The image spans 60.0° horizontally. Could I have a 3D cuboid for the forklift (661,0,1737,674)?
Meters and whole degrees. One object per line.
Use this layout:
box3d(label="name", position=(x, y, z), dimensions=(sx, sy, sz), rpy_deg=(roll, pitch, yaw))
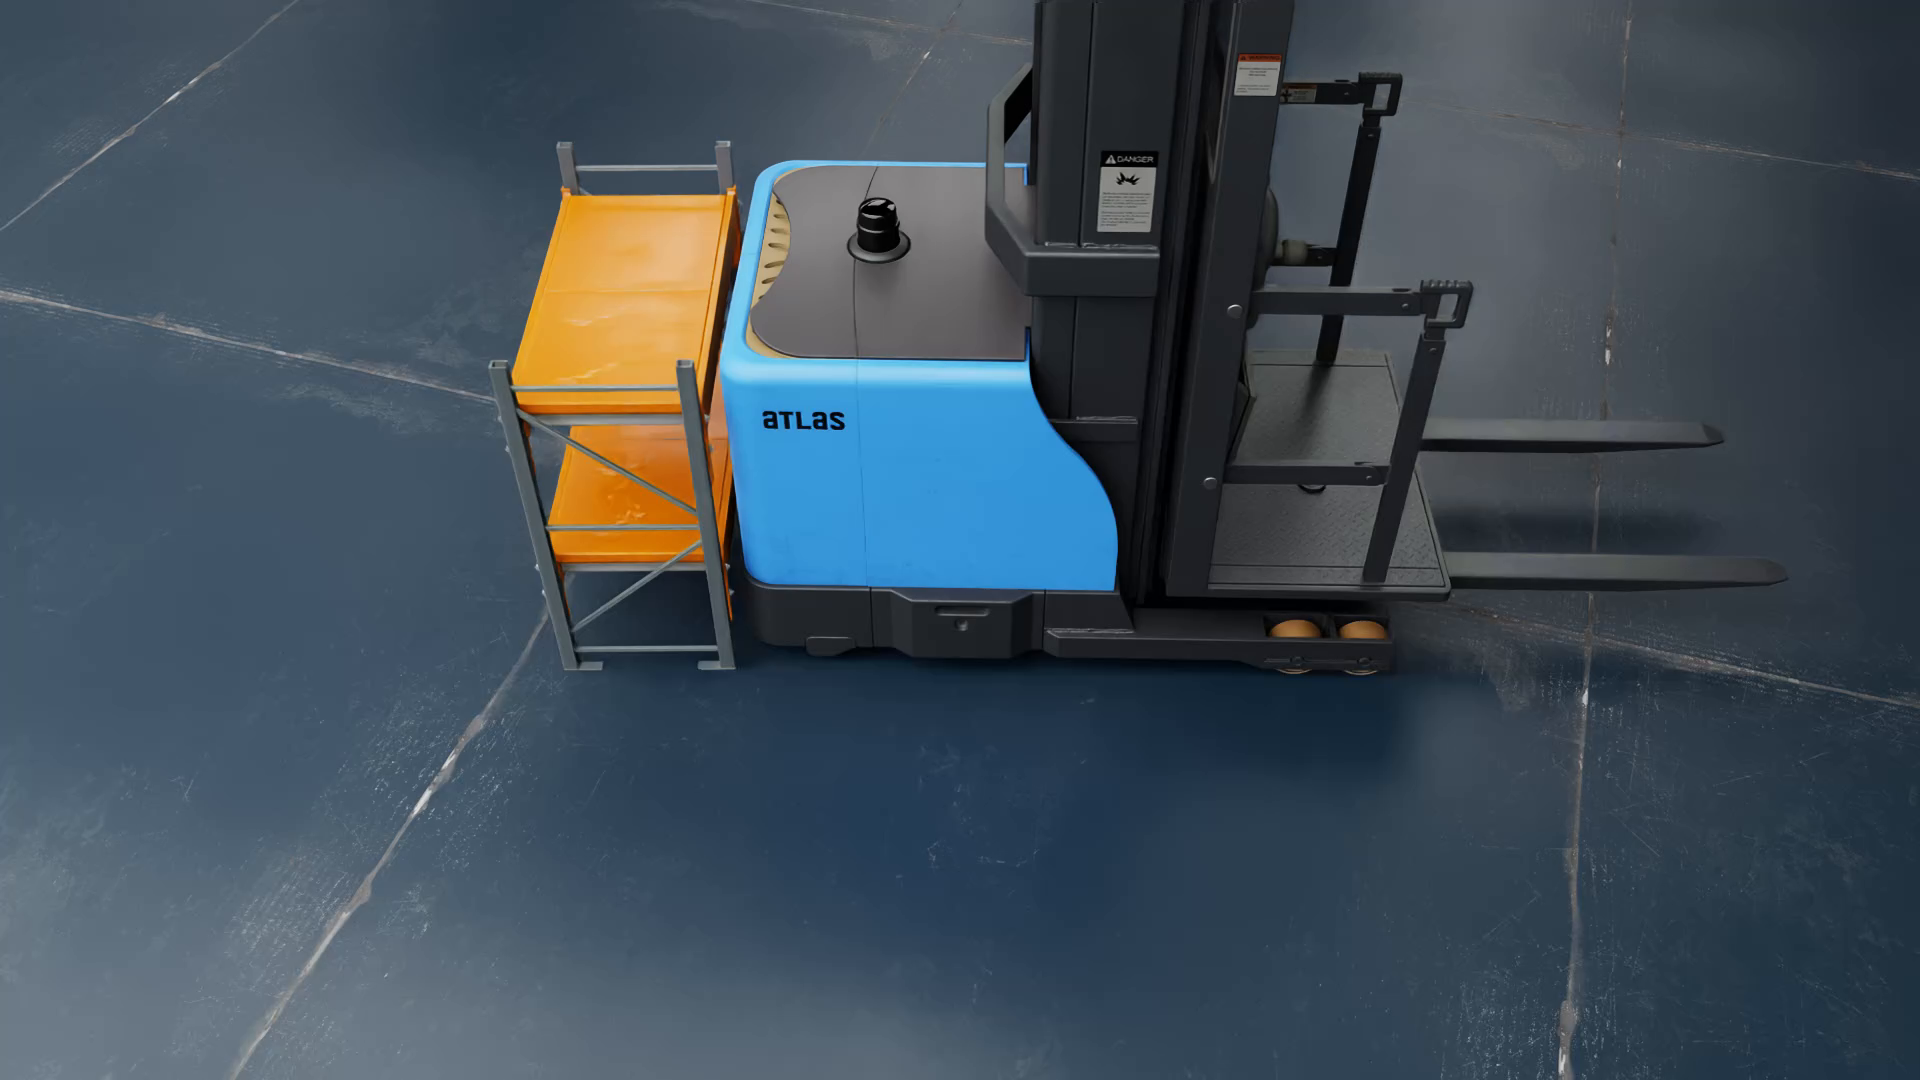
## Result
box3d(label="forklift", position=(0.747, -1.036, 4.213), dimensions=(3.031, 2.935, 1.130), rpy_deg=(1, 44, 1))

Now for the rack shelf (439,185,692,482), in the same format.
box3d(label="rack shelf", position=(-1.060, -0.597, 4.637), dimensions=(0.538, 0.278, 1.000), rpy_deg=(0, 44, 0))

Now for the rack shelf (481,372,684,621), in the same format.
box3d(label="rack shelf", position=(-1.060, -0.213, 5.013), dimensions=(0.538, 0.278, 1.000), rpy_deg=(0, 44, 0))

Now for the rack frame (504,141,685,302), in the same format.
box3d(label="rack frame", position=(-1.066, -0.743, 5.205), dimensions=(0.500, 1.125, 0.032), rpy_deg=(0, 44, 0))

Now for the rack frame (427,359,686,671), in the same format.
box3d(label="rack frame", position=(-1.055, -0.032, 4.478), dimensions=(0.500, 1.125, 0.032), rpy_deg=(0, 44, 0))

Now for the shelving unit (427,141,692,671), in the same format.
box3d(label="shelving unit", position=(-1.060, -0.388, 4.842), dimensions=(0.538, 1.125, 1.048), rpy_deg=(0, 44, 0))
